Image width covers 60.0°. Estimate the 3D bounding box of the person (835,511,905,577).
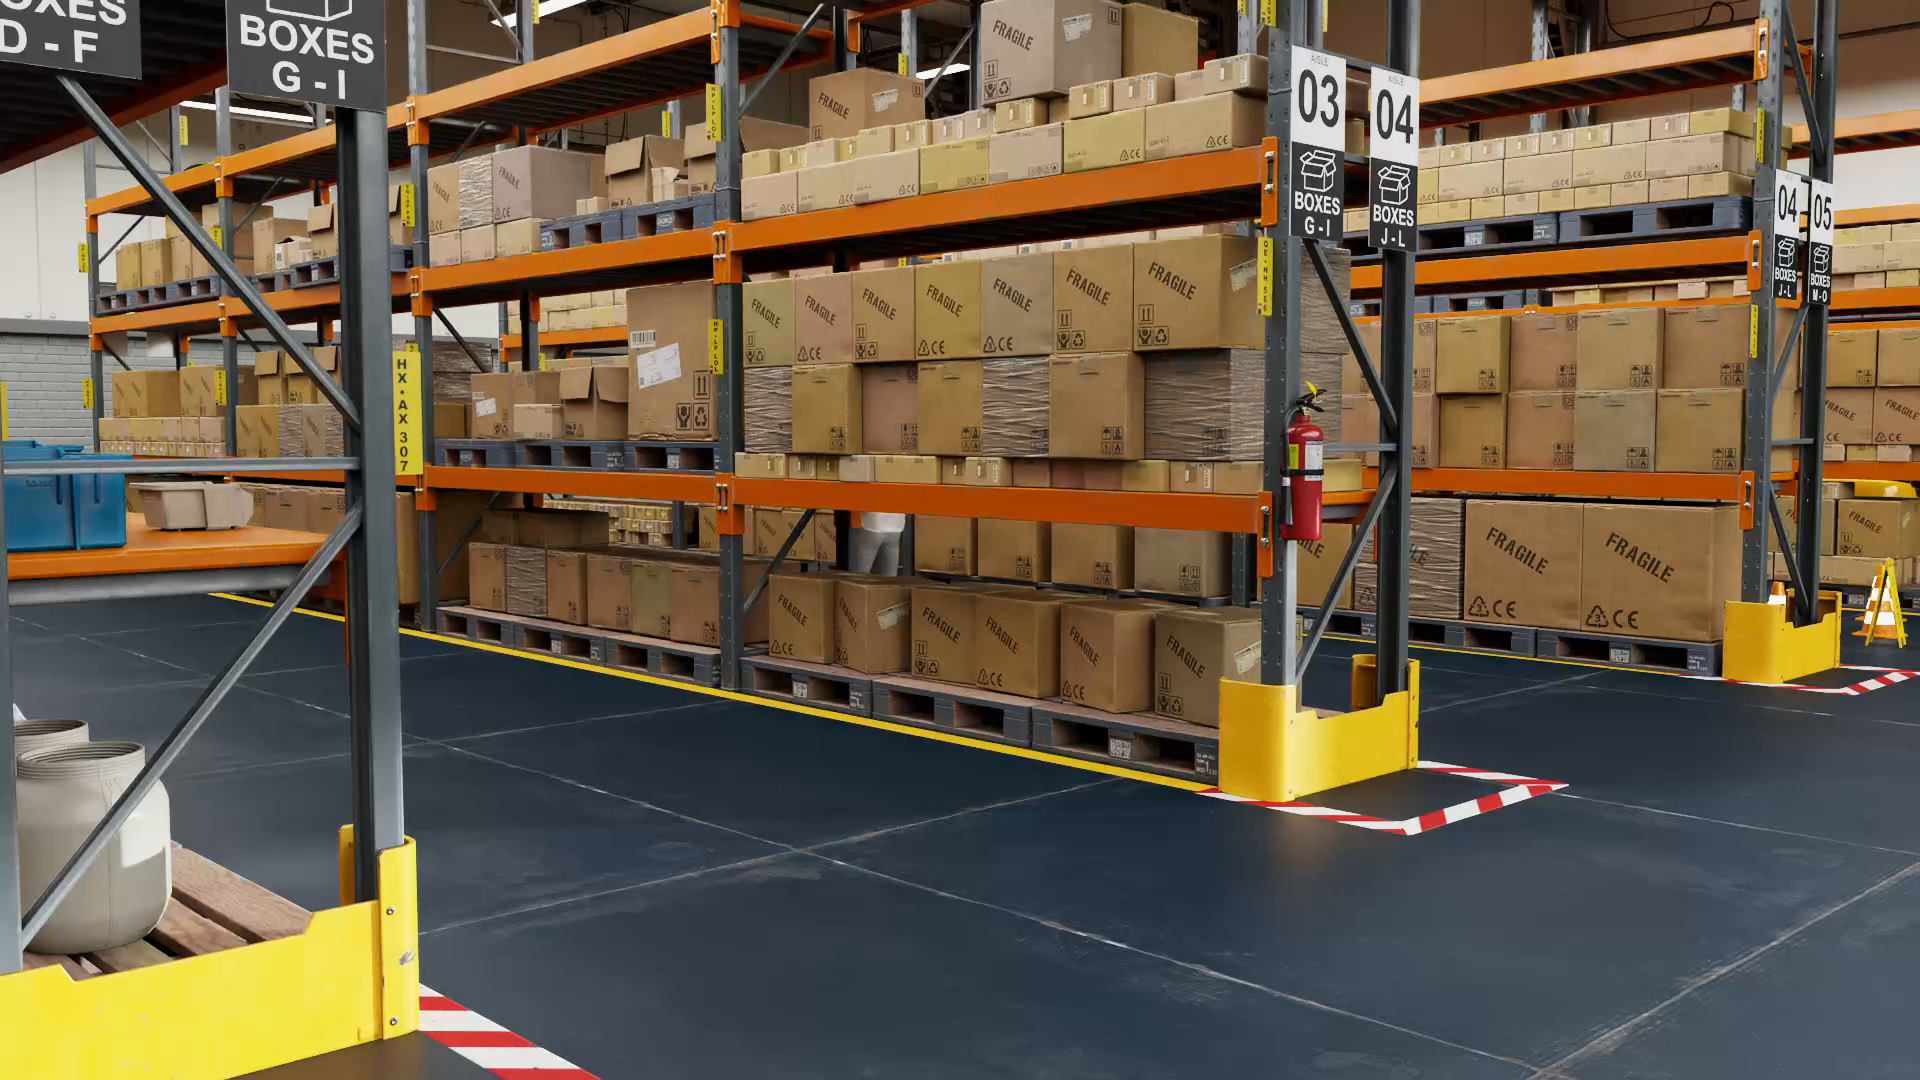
[{"bbox_3d":[-0.634,-0.084,11.949,0.432,1.748,0.597,4,5,44],"label":"person"}]
